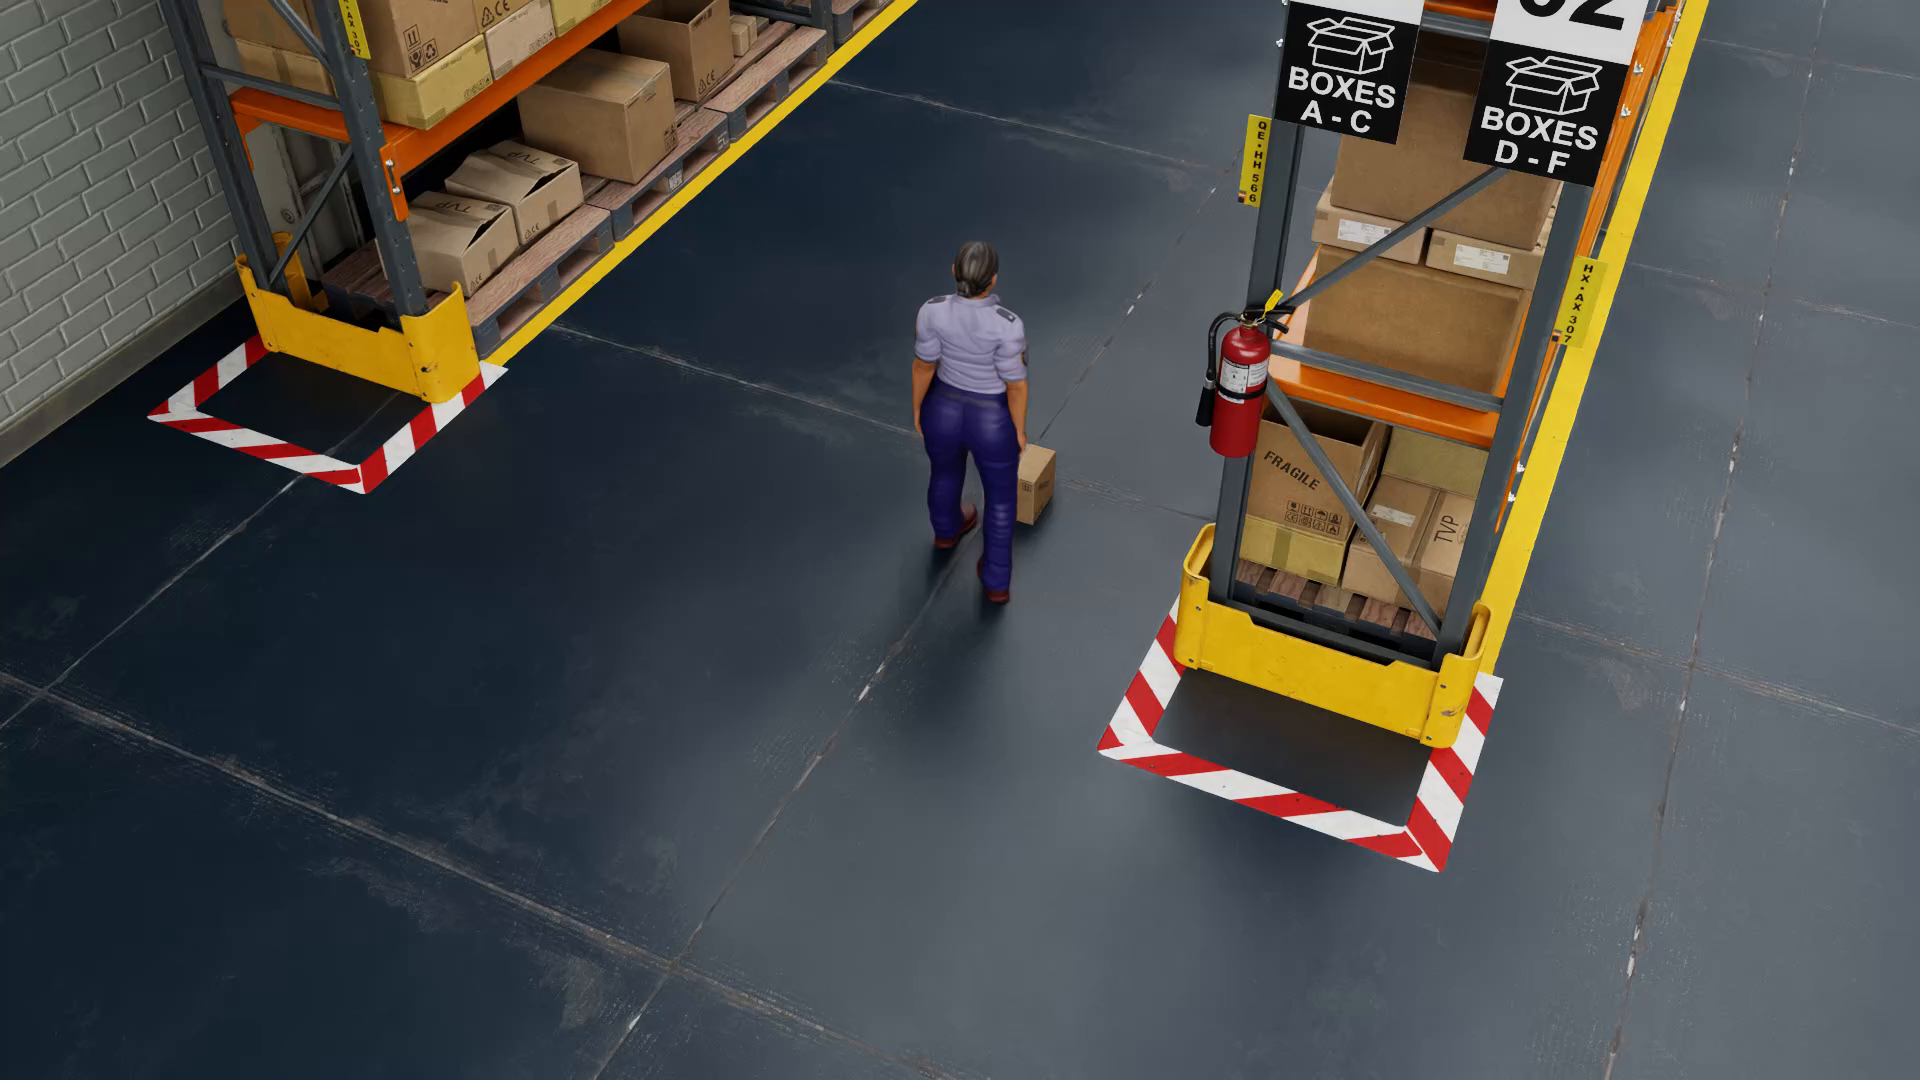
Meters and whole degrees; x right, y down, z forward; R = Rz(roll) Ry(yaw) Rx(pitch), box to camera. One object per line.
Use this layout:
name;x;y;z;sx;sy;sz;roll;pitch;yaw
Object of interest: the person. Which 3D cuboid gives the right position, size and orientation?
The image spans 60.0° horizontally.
person;0.073;-0.538;6.763;0.491;1.654;0.548;13;44;14
